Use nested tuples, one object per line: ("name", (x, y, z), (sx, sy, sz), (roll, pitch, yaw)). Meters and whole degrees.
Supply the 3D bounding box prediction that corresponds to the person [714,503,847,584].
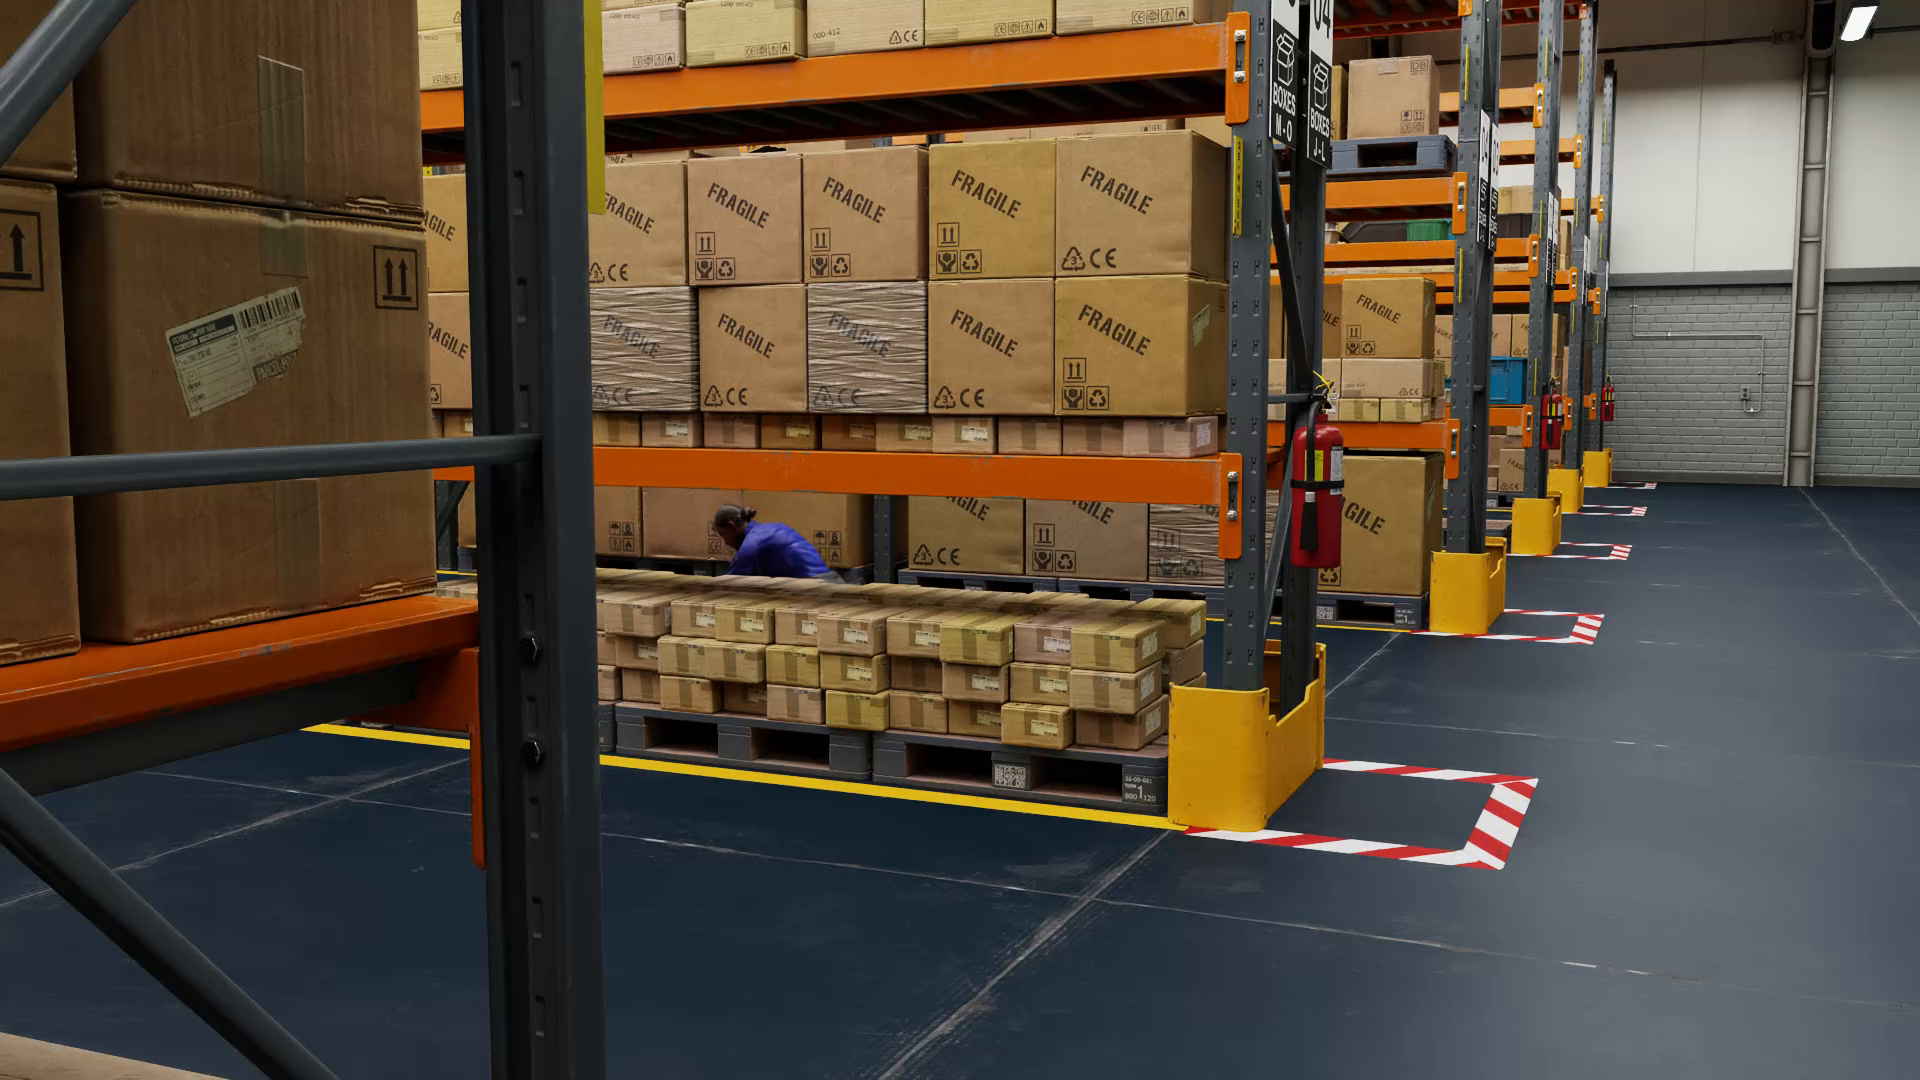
("person", (-0.998, 0.263, 8.953), (0.826, 0.918, 0.501), (2, 6, 23))
